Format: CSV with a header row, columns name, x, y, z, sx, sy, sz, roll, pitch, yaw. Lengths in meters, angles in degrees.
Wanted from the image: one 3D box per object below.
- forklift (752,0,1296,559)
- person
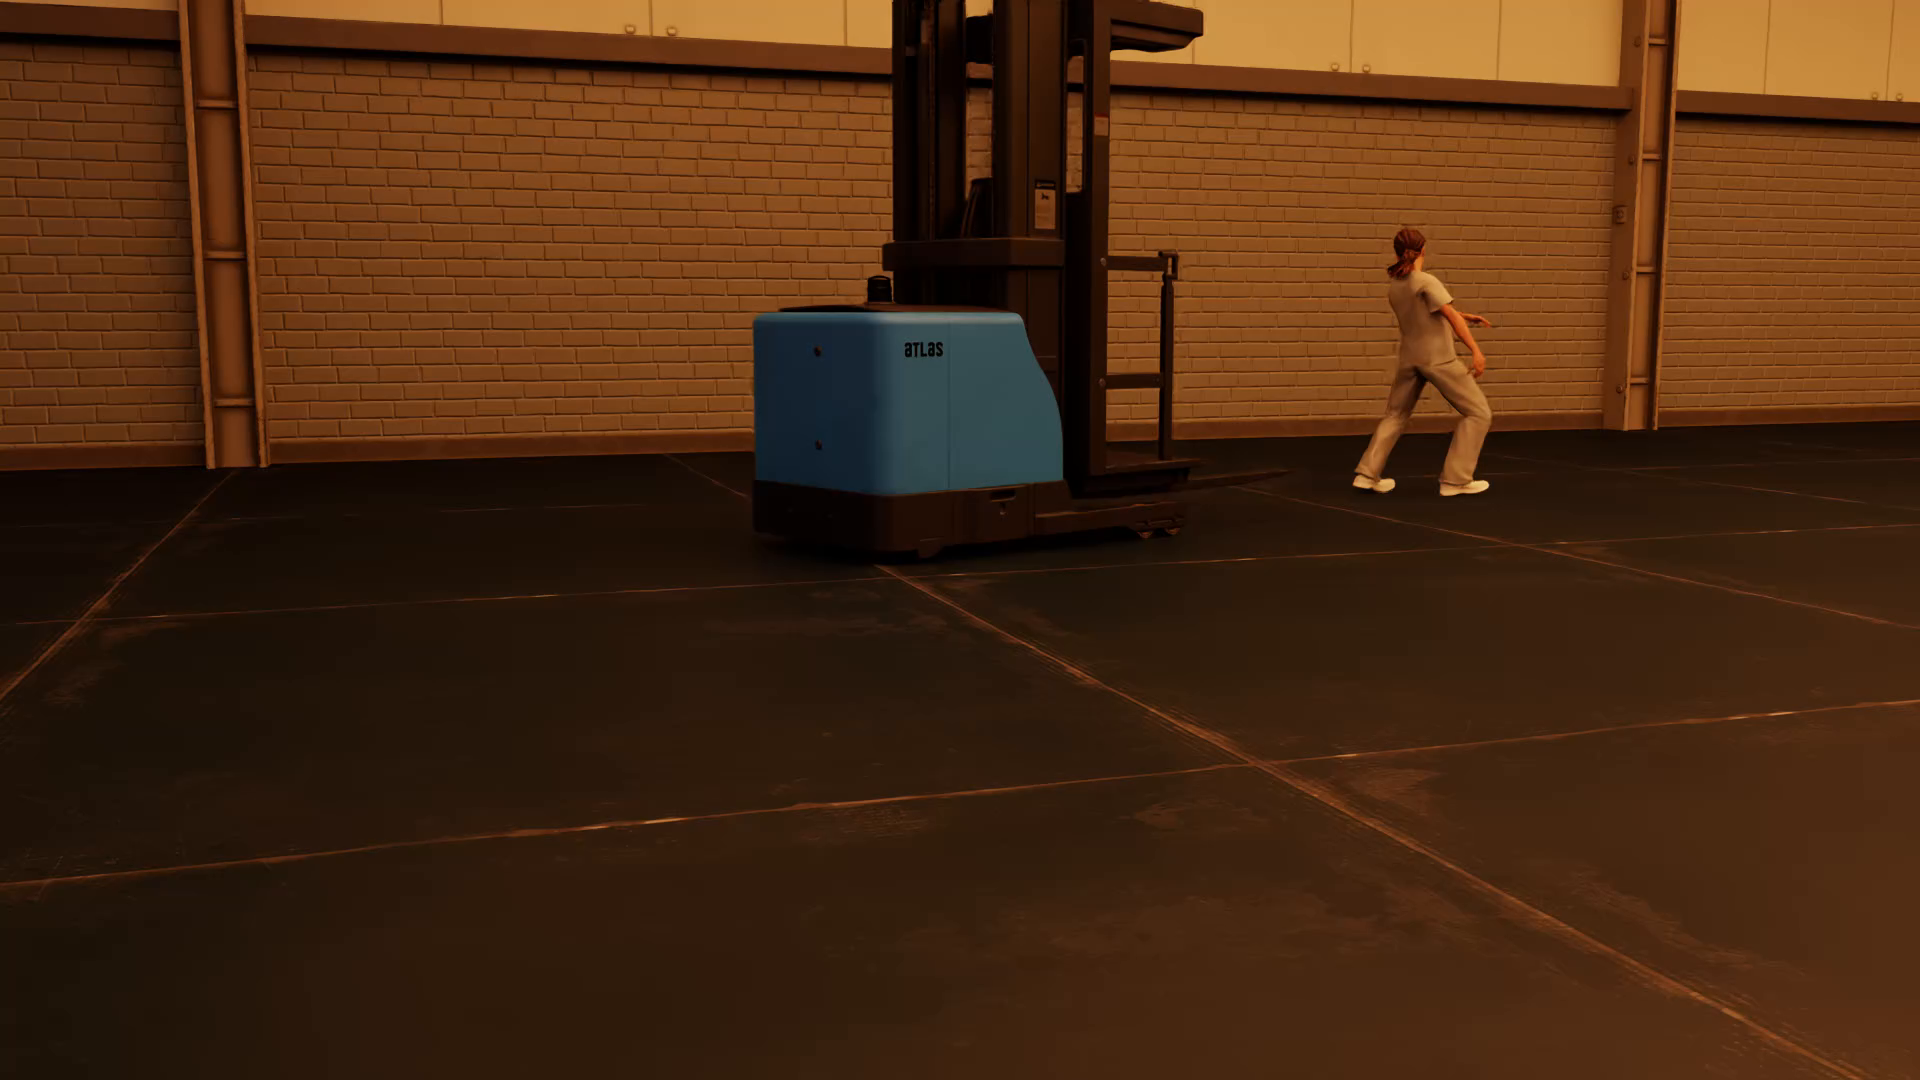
name,x,y,z,sx,sy,sz,roll,pitch,yaw
forklift,0.475,-1.511,8.159,3.031,2.935,1.130,-7,10,-41
person,2.837,-1.055,9.853,0.825,1.561,0.686,-5,9,-32
